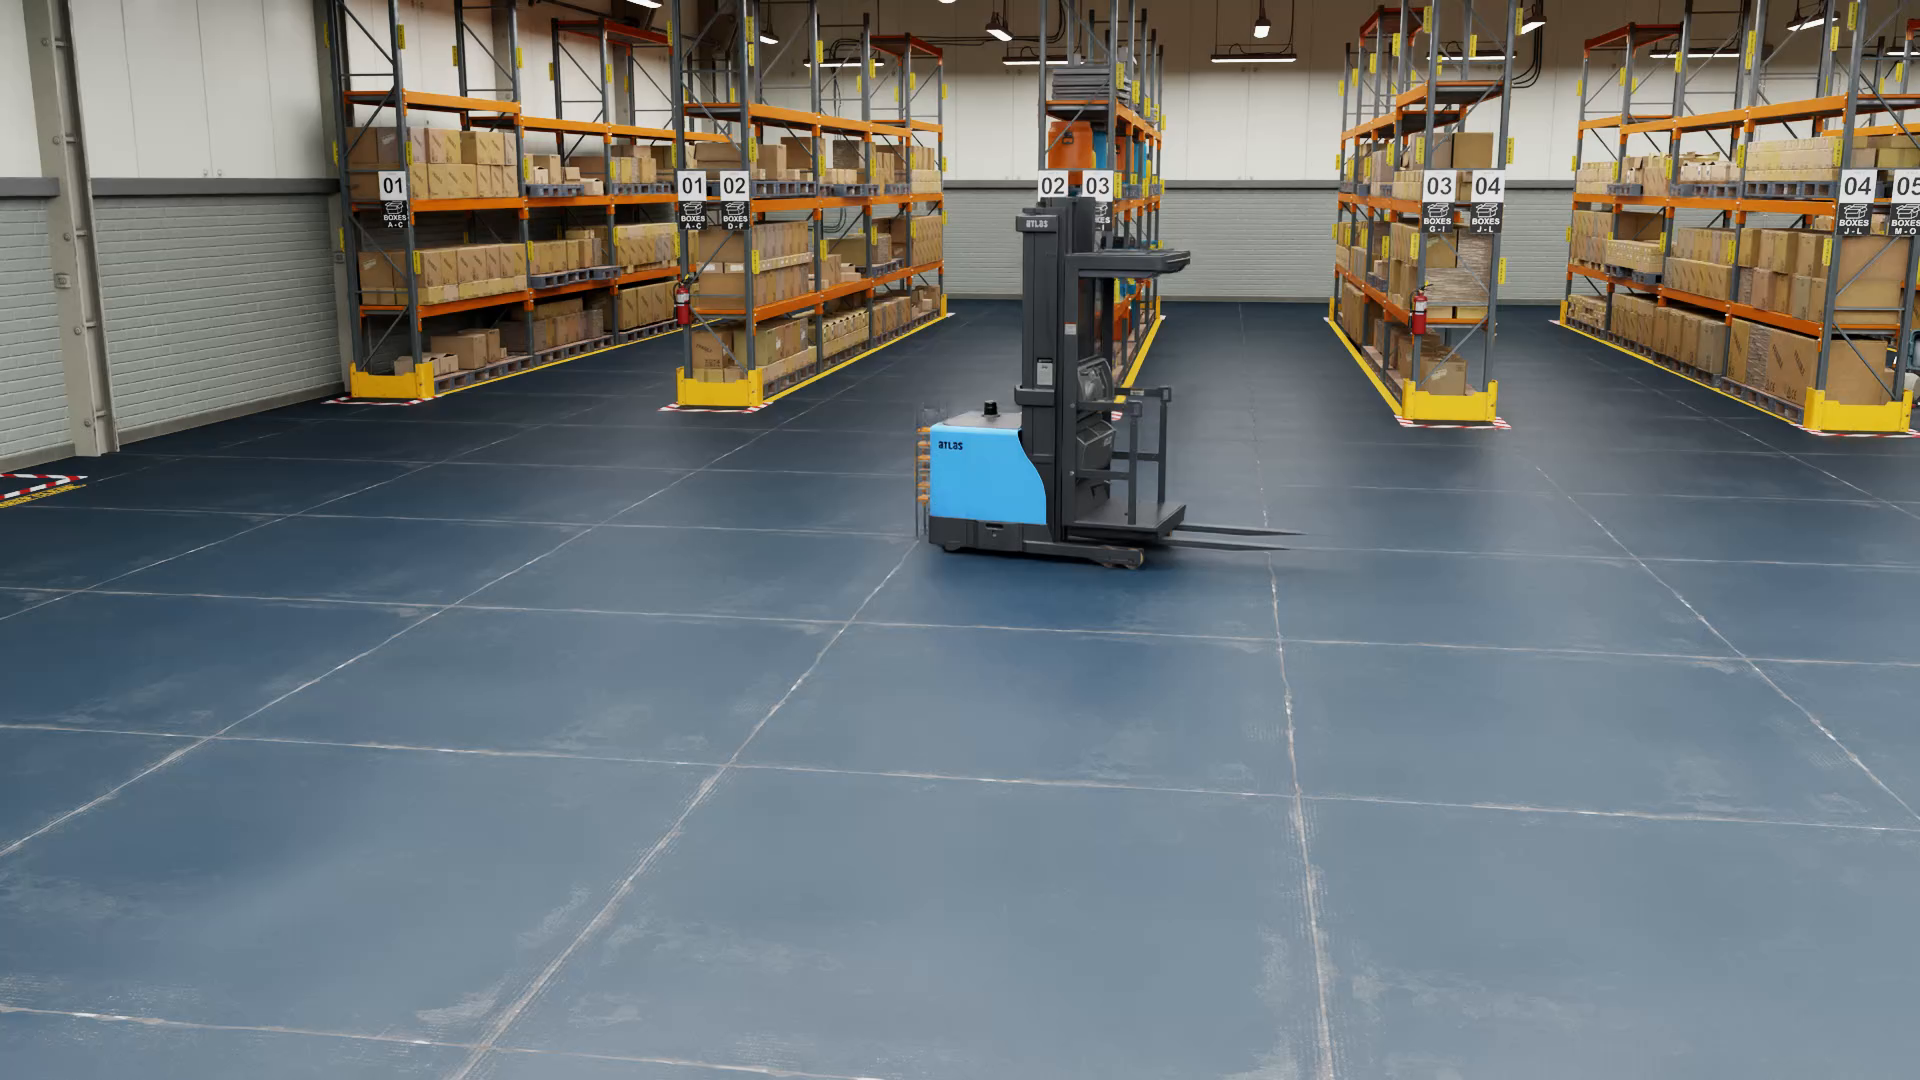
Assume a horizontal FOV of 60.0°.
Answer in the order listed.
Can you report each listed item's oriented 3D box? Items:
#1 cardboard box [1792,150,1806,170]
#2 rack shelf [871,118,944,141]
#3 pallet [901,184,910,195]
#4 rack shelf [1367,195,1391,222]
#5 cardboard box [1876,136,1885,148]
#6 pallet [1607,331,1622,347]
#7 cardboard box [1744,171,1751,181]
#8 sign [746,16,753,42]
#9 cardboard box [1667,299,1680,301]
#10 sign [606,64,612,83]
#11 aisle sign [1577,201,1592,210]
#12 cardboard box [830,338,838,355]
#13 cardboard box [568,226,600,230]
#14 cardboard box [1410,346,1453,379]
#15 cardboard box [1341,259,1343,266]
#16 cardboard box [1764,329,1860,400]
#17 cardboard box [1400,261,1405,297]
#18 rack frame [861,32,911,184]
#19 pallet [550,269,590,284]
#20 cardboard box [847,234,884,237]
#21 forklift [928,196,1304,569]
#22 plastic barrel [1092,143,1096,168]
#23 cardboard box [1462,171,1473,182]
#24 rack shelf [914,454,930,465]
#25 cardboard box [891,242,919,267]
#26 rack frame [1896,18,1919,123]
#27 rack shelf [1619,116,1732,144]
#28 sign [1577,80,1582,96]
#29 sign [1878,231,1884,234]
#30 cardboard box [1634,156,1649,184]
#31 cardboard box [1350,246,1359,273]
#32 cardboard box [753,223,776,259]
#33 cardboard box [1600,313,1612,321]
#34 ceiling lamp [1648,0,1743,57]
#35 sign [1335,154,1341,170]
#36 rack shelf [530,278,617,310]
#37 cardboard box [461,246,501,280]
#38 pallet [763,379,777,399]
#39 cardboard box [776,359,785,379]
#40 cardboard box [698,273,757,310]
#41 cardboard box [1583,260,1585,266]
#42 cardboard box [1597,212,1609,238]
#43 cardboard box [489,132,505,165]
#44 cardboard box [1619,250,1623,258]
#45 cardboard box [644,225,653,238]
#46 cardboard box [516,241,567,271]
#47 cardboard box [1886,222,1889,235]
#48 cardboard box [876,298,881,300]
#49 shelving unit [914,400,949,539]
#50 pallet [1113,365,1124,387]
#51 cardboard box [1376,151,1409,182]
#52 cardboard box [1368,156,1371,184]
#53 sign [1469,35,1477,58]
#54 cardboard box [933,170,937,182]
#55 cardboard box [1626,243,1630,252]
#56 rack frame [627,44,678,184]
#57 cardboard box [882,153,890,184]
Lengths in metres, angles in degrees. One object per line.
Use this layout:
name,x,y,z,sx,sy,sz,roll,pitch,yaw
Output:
cardboard box,11.268,-4.988,21.812,0.500,0.250,0.500,2,12,8
rack shelf,-1.207,-8.873,36.019,1.077,0.370,4.000,2,12,9
pallet,-1.684,-7.118,33.728,1.213,0.211,1.003,2,12,9
rack shelf,7.351,-5.421,27.114,1.077,0.370,4.000,2,12,9
cardboard box,11.719,-4.974,20.804,0.380,0.149,0.250,2,12,9
pallet,13.040,-3.848,31.848,1.003,0.211,1.213,2,12,9
cardboard box,11.536,-5.241,23.935,0.380,0.149,0.250,2,12,8
sign,-2.813,-6.826,22.216,0.100,0.325,0.005,2,12,9
cardboard box,13.056,-4.235,30.179,0.500,0.250,0.500,2,12,9
sign,-6.487,-8.616,30.710,0.100,0.325,0.005,2,12,9
aisle sign,13.489,-7.502,36.012,0.394,0.787,0.004,2,12,9
cardboard box,-2.358,-3.255,28.007,0.500,0.250,0.500,2,12,10
cardboard box,-7.212,-5.877,31.875,0.500,0.250,0.500,2,12,10
cardboard box,6.843,-2.540,24.096,0.500,0.500,0.500,1,12,4
cardboard box,8.234,-5.827,35.008,0.380,0.149,0.250,2,12,10
cardboard box,11.485,-2.369,22.411,0.875,0.875,0.875,2,12,8
cardboard box,6.706,-3.679,23.503,0.875,0.500,0.500,2,12,9
rack frame,-1.515,-8.810,34.011,1.000,3.000,0.127,2,12,9
pallet,-7.289,-4.697,29.623,1.003,0.211,1.213,2,12,9
cardboard box,-1.852,-5.895,33.491,0.700,0.500,0.500,4,13,18
forklift,1.306,-1.323,13.677,3.031,2.935,1.130,5,13,20
plastic barrel,1.584,-5.223,23.044,0.600,0.588,0.600,0,12,0
cardboard box,6.699,-4.695,21.448,0.380,0.149,0.250,2,12,8
rack shelf,-0.243,-0.679,14.436,0.258,0.103,0.180,4,13,20
cardboard box,-1.167,-6.023,35.084,0.500,0.500,0.500,2,12,10
rack frame,18.065,-8.167,31.028,1.000,3.000,0.127,2,12,9
rack shelf,12.851,-7.343,29.861,1.077,0.370,4.000,2,12,9
sign,13.238,-9.652,35.514,0.100,0.325,0.005,2,12,9
sign,17.517,-5.714,31.643,0.100,0.325,0.005,2,12,9
cardboard box,12.791,-6.778,30.463,0.797,0.503,0.637,2,12,8
cardboard box,7.956,-5.516,32.733,0.500,0.500,0.500,2,12,9
cardboard box,-3.115,-4.384,24.401,0.700,0.500,0.500,2,12,9
cardboard box,12.893,-4.406,32.884,0.380,0.149,0.250,2,12,10
ceiling lamp,16.698,-12.490,37.234,2.000,3.185,0.800,2,12,9
sign,8.341,-8.339,36.687,0.100,0.325,0.005,2,12,9
rack shelf,-7.333,-4.436,29.665,1.077,0.370,4.000,2,12,9
cardboard box,-7.567,-4.357,26.121,0.500,0.500,0.500,2,12,7
pallet,-3.284,-2.176,24.091,1.003,0.211,1.213,2,12,9
cardboard box,-2.907,-2.553,24.749,0.500,0.250,0.500,2,12,9
cardboard box,-3.276,-3.525,23.491,0.700,0.500,0.500,2,12,9
cardboard box,13.403,-5.859,35.159,0.380,0.149,0.250,2,12,11
cardboard box,13.038,-6.271,33.155,0.500,0.500,0.500,1,12,7
cardboard box,-7.524,-6.157,26.164,0.500,0.500,0.500,3,12,12
cardboard box,12.488,-5.316,30.934,0.380,0.149,0.250,2,12,11
cardboard box,-6.473,-6.183,33.294,0.500,0.250,0.500,2,12,7
cardboard box,-7.365,-4.994,29.266,0.700,0.500,0.500,4,13,16
cardboard box,17.714,-5.689,31.163,0.500,0.500,0.500,2,12,9
cardboard box,-1.901,-4.666,33.913,0.500,0.500,0.500,2,12,9
shelving unit,-0.243,-0.605,14.452,0.258,1.200,0.189,4,13,20
pallet,2.004,-2.549,25.819,1.003,0.211,1.213,2,12,9
cardboard box,7.180,-6.182,27.516,0.500,0.500,0.500,2,12,7
cardboard box,7.727,-6.755,30.363,0.500,0.500,0.500,3,12,12
sign,7.576,-7.296,24.585,0.100,0.325,0.005,2,12,9
cardboard box,-0.803,-8.128,37.136,0.500,0.250,0.500,2,12,9
cardboard box,12.408,-5.354,30.405,0.380,0.149,0.250,2,12,10
rack frame,-6.410,-8.969,34.752,1.000,3.000,0.127,2,12,9
cardboard box,-1.745,-7.404,33.137,0.600,0.600,0.600,2,12,8
